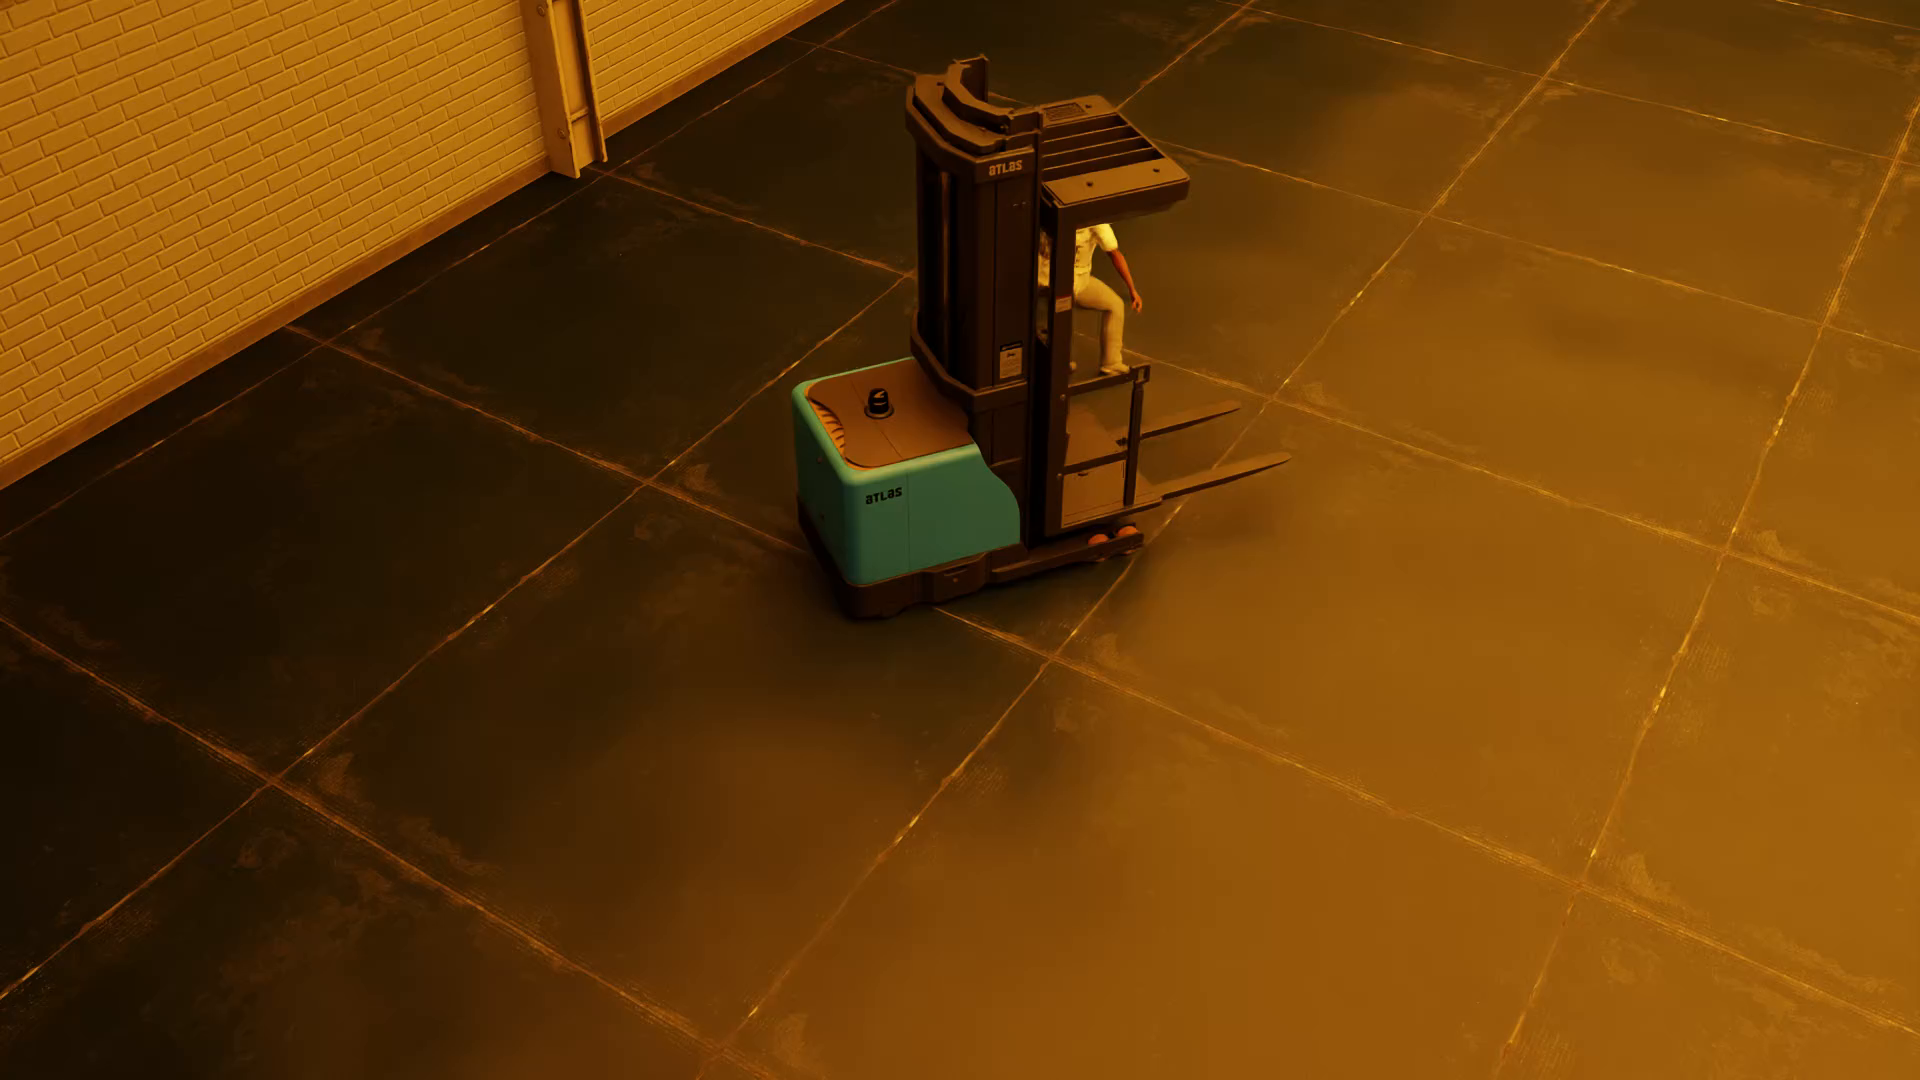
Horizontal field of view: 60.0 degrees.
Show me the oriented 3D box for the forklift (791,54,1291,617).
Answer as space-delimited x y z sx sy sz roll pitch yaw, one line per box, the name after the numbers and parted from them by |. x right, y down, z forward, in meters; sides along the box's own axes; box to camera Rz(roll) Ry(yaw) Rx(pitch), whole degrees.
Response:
0.569 -1.287 9.486 3.031 2.935 1.130 -15 43 -17 | forklift

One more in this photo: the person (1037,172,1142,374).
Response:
0.758 -1.765 11.212 1.110 1.557 0.502 18 44 21 | person
